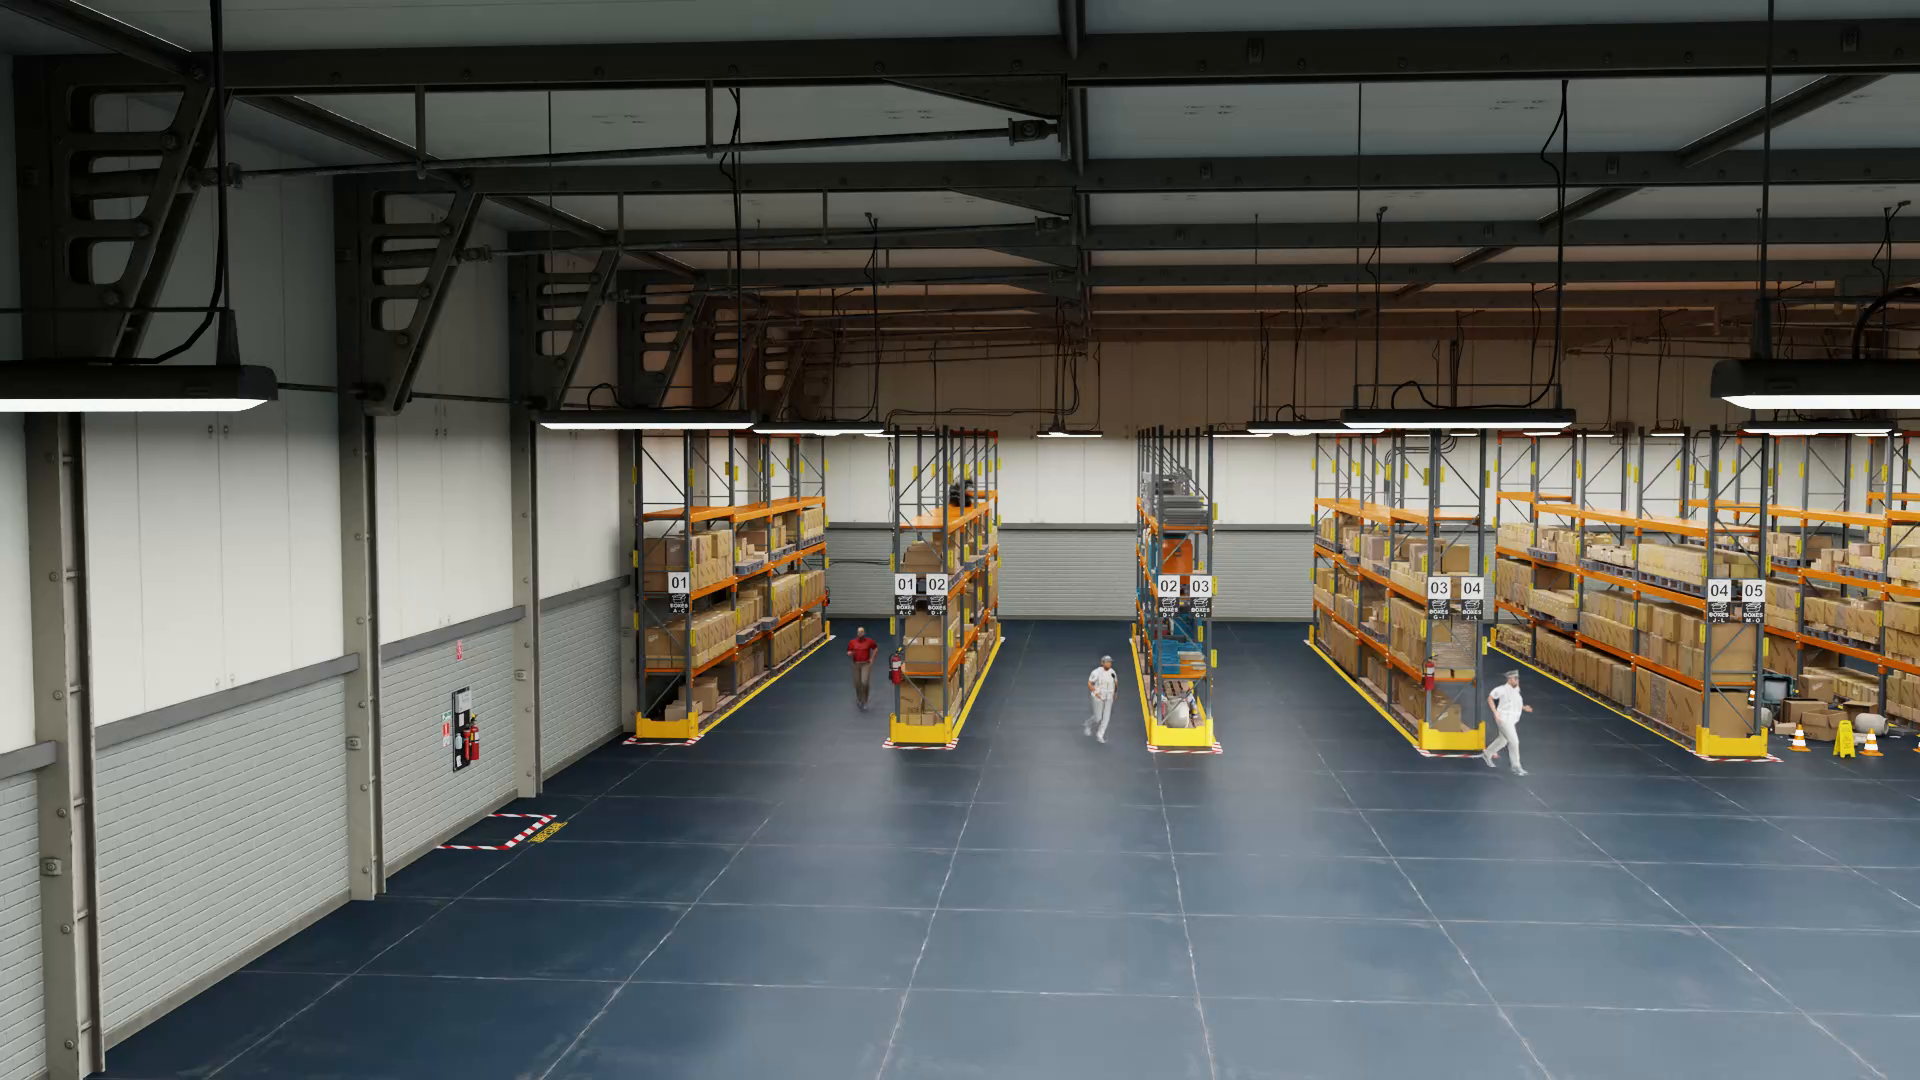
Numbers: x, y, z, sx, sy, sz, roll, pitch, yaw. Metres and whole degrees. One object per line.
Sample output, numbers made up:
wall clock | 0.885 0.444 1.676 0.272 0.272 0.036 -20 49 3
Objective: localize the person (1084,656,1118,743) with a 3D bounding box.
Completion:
person | 2.740 3.007 31.680 0.628 1.620 0.635 -1 4 -20

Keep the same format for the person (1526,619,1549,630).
person | 16.408 2.048 47.468 0.989 1.622 0.586 1 3 9

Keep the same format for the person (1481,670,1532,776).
person | 9.416 3.118 28.697 0.940 1.800 0.604 3 5 44

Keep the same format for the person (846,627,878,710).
person | -2.104 2.745 35.429 0.640 1.781 0.727 0 3 7
